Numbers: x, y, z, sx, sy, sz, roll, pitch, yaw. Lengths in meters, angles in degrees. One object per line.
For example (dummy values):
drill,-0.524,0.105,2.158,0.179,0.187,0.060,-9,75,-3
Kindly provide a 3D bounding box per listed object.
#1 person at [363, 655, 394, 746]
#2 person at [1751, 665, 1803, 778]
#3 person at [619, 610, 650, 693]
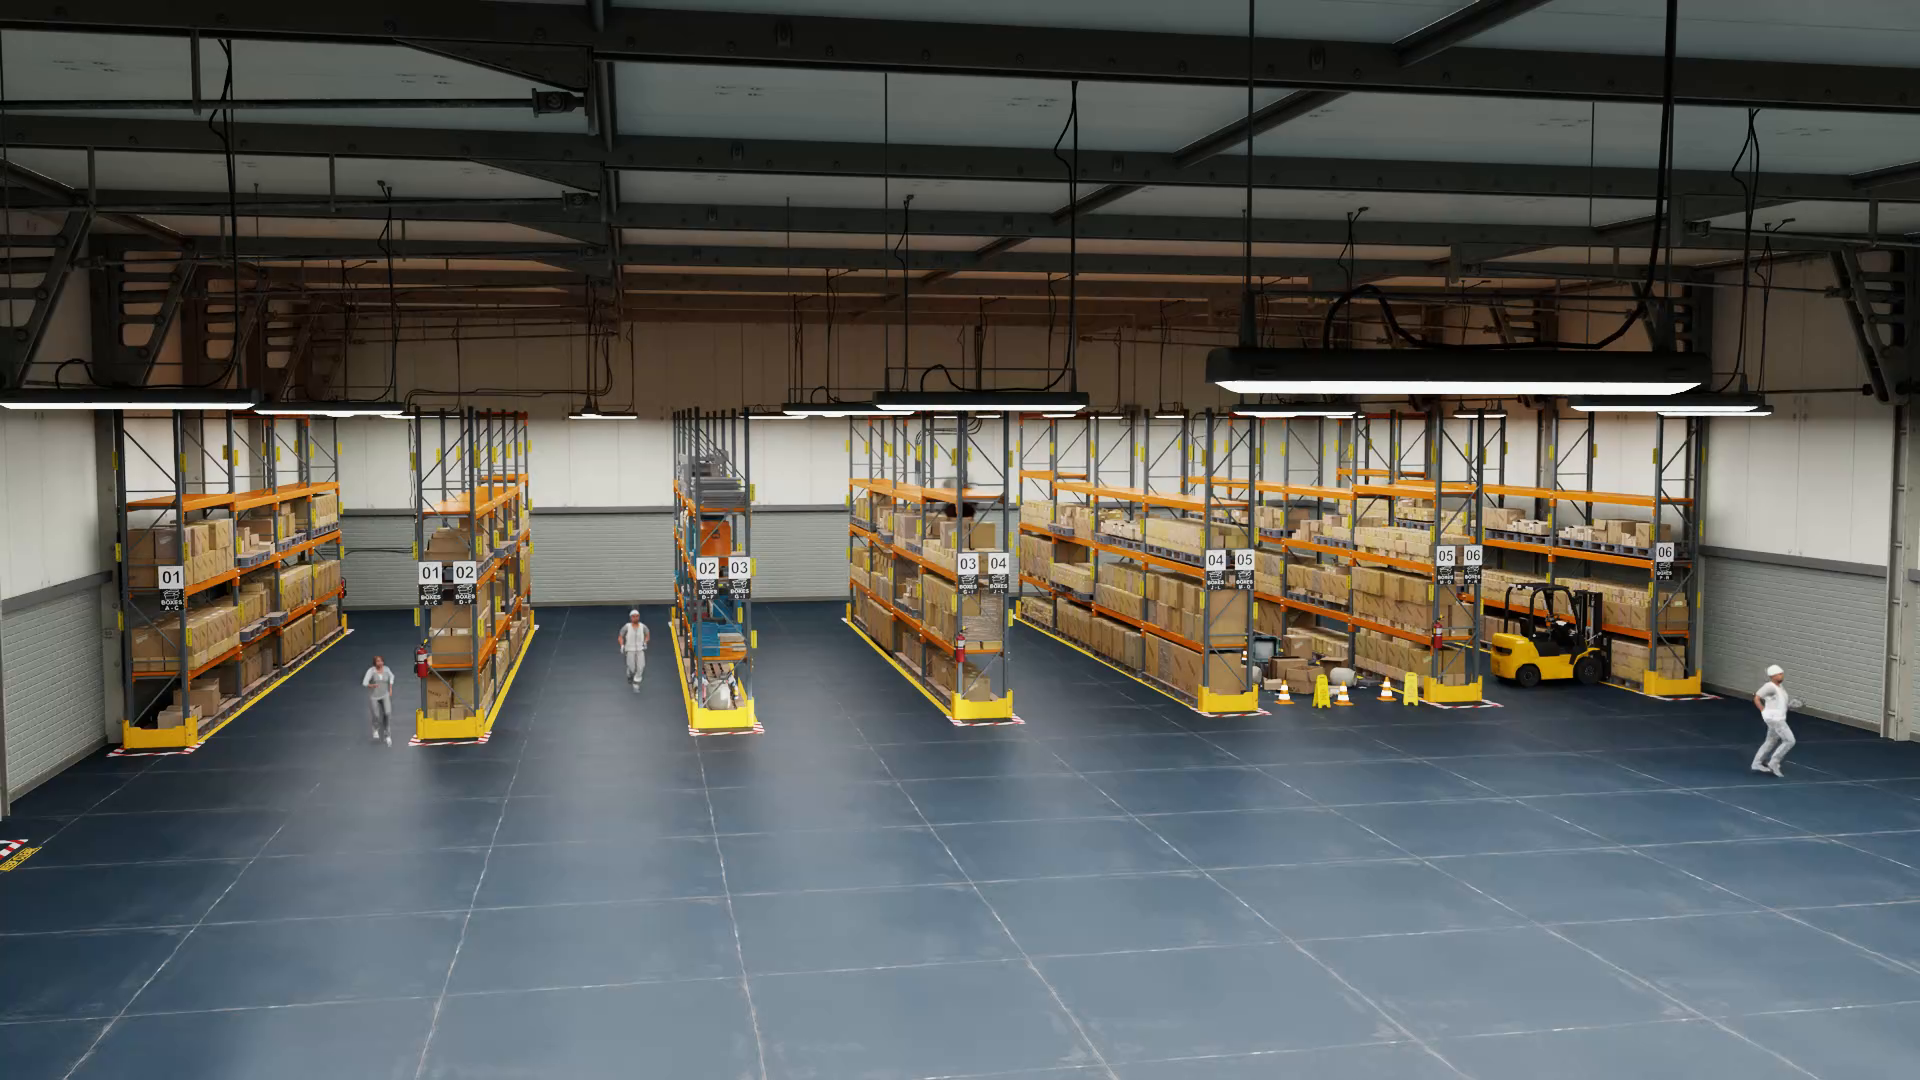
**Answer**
person,-10.337,2.832,29.582,0.560,1.618,0.765,-2,5,-28
person,13.188,2.926,26.844,0.721,1.803,0.655,3,5,32
person,-6.882,2.355,35.240,0.657,1.743,0.605,-2,4,-21
